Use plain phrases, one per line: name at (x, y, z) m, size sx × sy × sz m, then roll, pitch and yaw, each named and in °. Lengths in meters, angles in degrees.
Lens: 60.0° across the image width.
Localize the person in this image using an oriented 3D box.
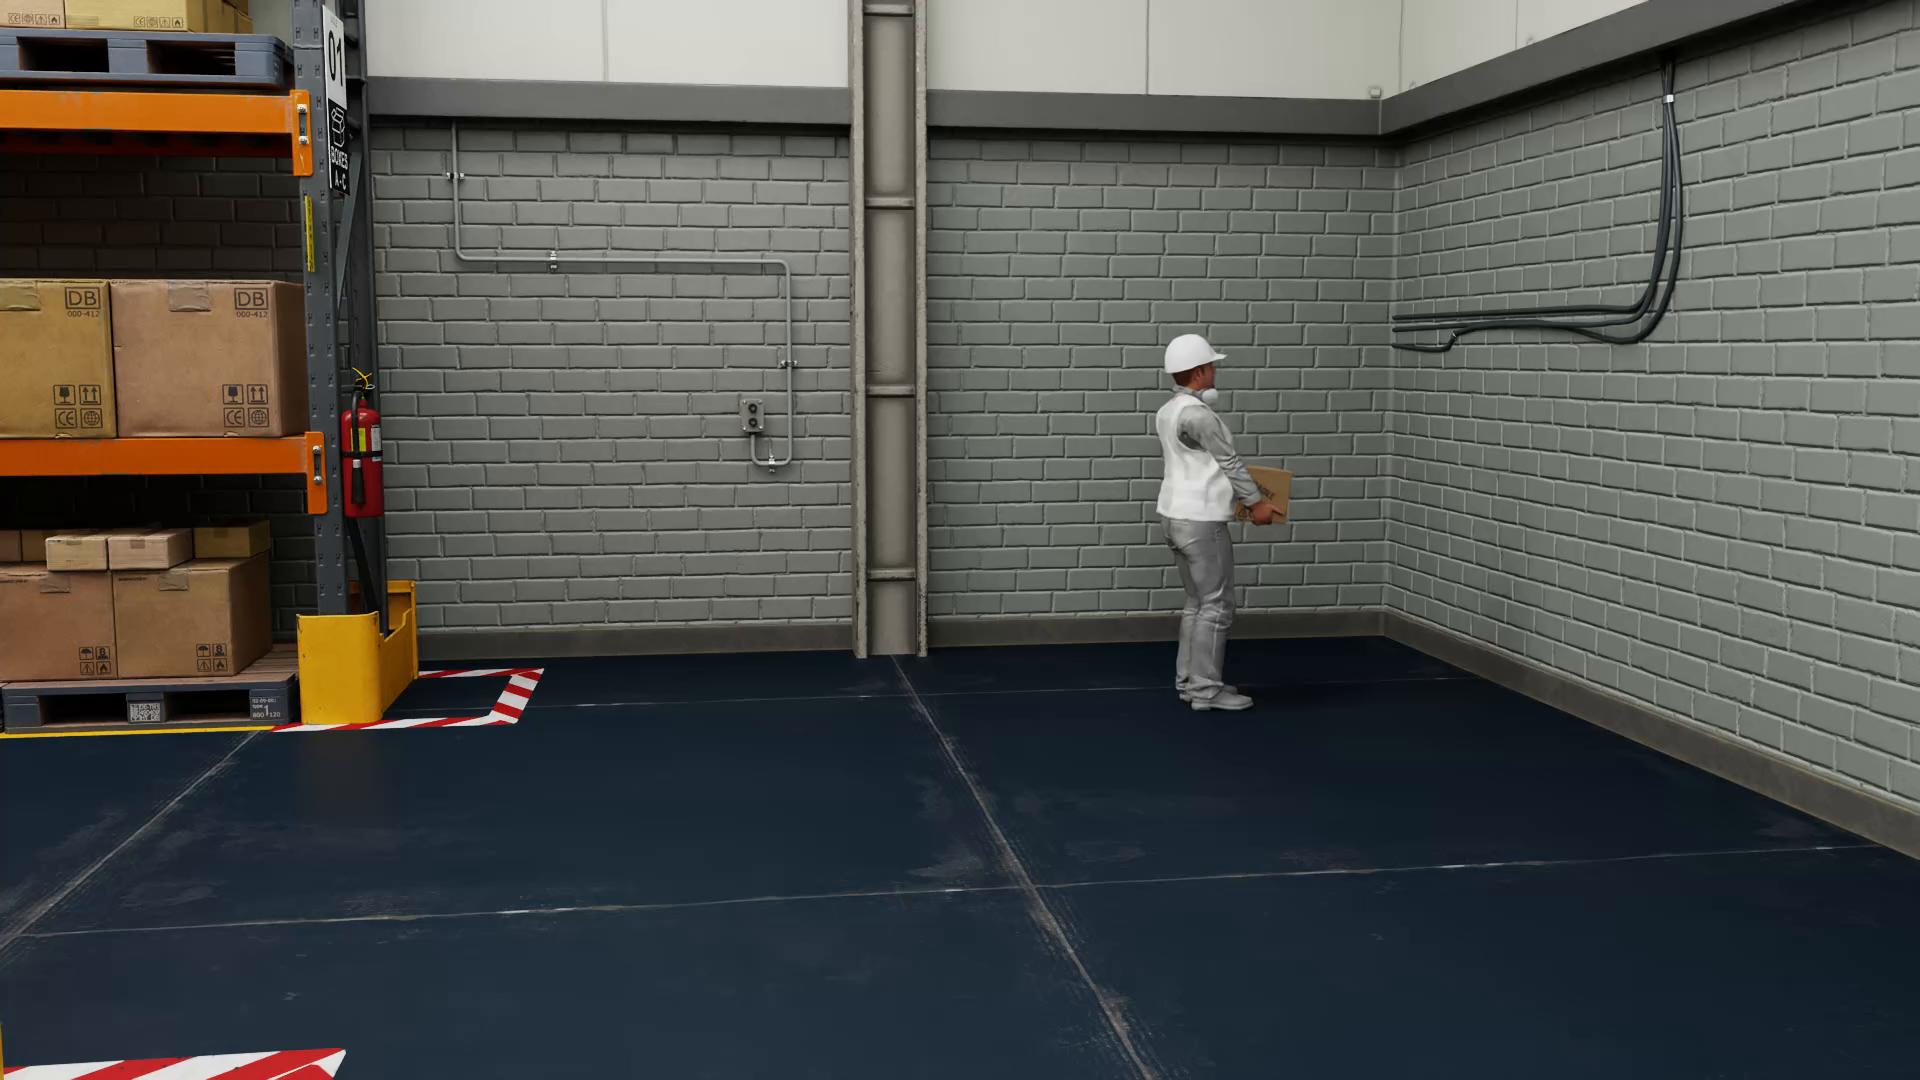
person at (1.225, -0.090, 7.929) m, size 0.553 × 1.767 × 0.495 m, roll -1°, pitch 6°, yaw -8°
